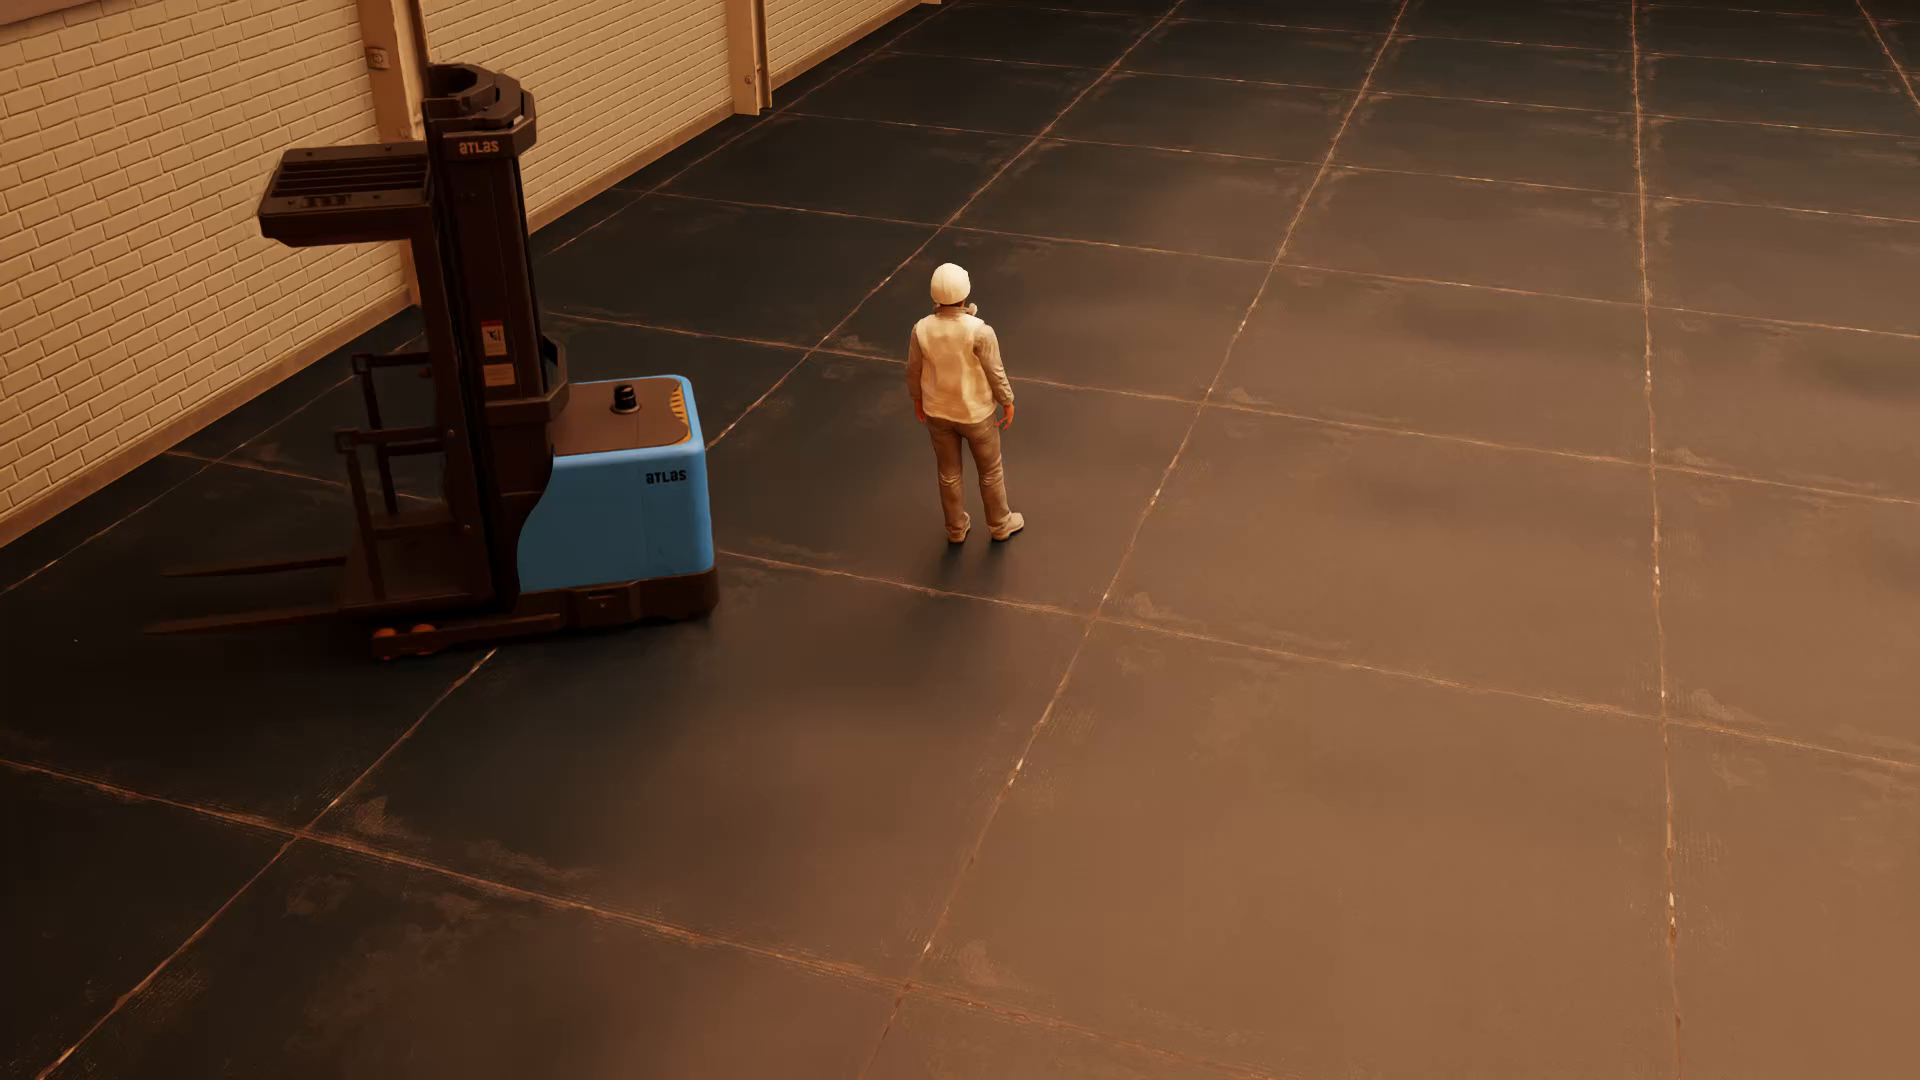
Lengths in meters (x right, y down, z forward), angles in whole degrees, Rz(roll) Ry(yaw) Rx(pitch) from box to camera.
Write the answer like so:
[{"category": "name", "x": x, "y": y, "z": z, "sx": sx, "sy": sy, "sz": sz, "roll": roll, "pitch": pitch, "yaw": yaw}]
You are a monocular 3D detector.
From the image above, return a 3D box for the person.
[{"category": "person", "x": 0.032, "y": -0.804, "z": 9.701, "sx": 0.624, "sy": 1.773, "sz": 0.568, "roll": 10, "pitch": 31, "yaw": 16}]

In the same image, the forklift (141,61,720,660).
[{"category": "forklift", "x": -2.925, "y": -0.915, "z": 8.742, "sx": 3.031, "sy": 2.935, "sz": 1.130, "roll": -6, "pitch": 30, "yaw": -11}]
